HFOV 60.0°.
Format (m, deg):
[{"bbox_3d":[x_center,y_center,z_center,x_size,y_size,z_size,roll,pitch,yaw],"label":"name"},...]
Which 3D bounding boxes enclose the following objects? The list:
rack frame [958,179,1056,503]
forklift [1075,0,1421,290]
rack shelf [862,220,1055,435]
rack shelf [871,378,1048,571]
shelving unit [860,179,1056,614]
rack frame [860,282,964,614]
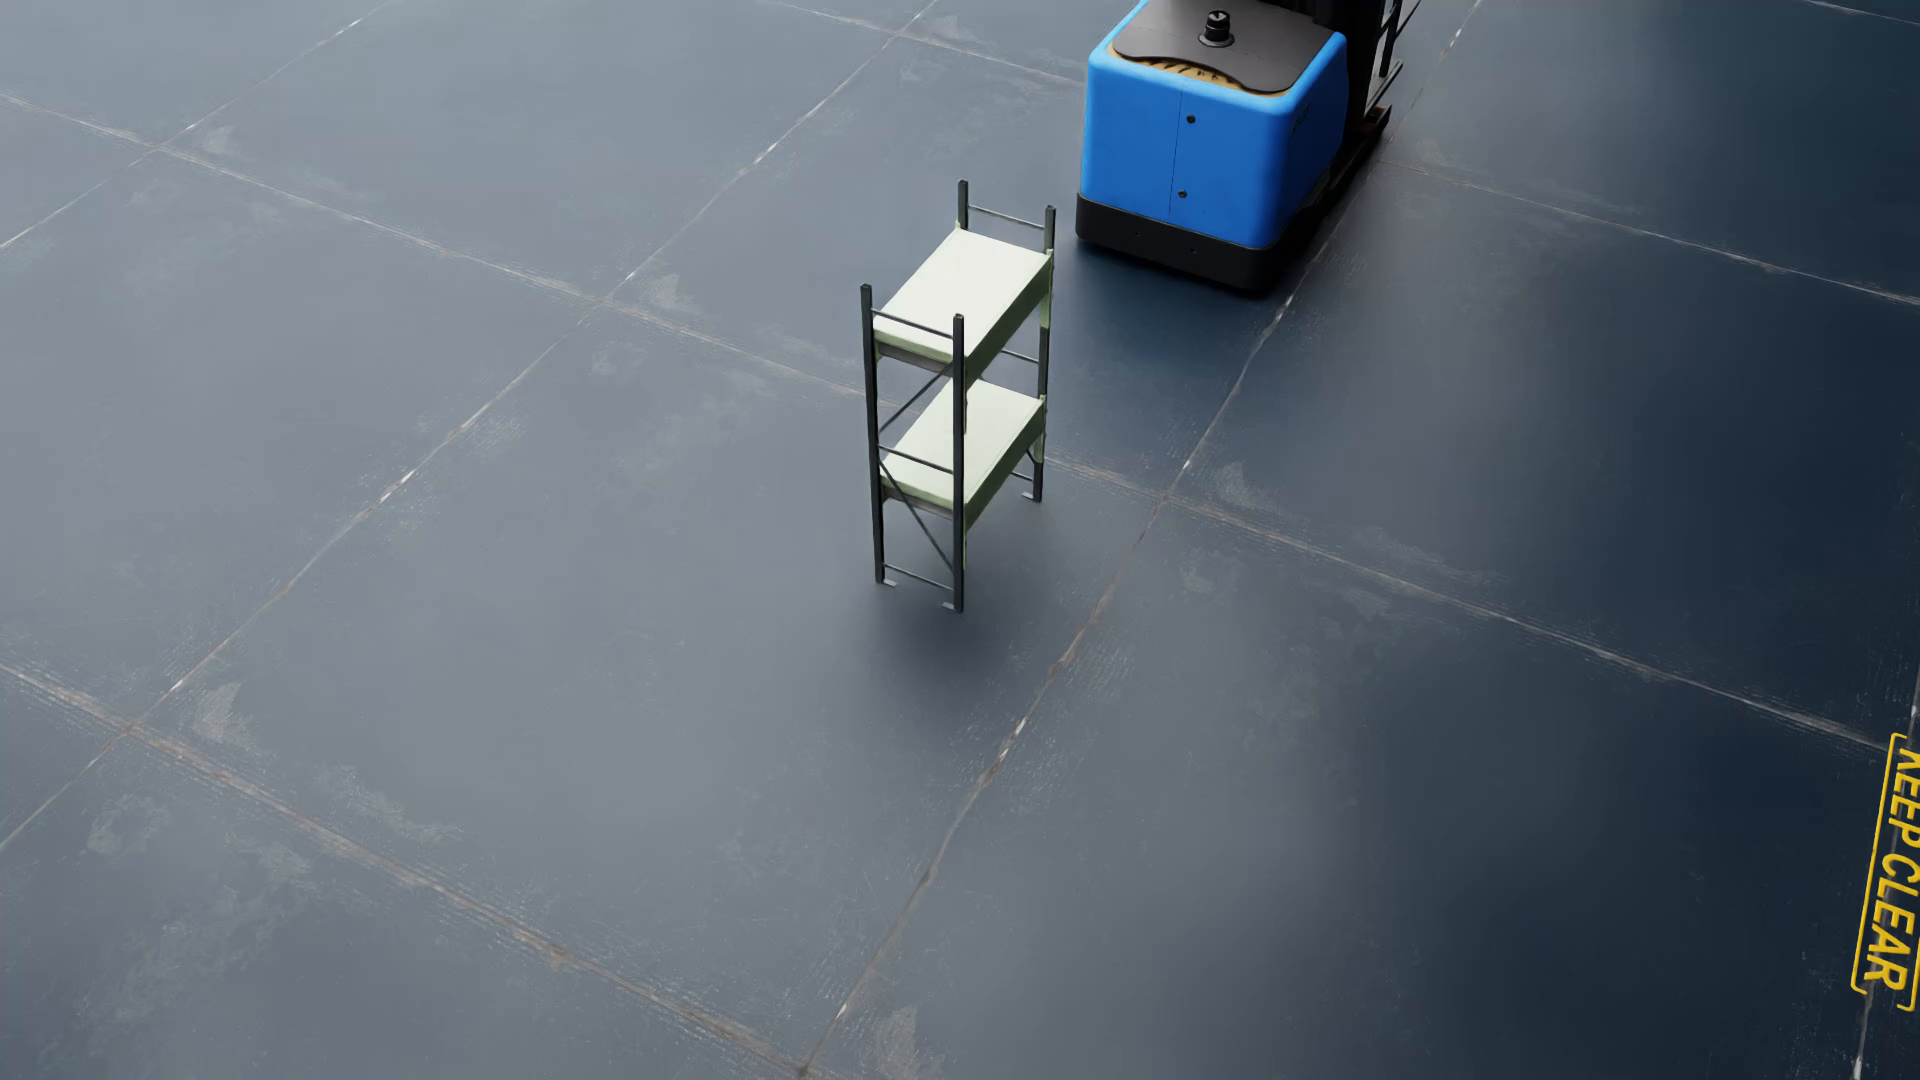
[{"bbox_3d":[0.173,-0.762,6.729,0.400,1.500,0.023,20,49,19],"label":"rack frame"},{"bbox_3d":[1.734,-3.299,8.229,1.130,2.935,3.031,21,49,20],"label":"forklift"},{"bbox_3d":[0.003,-0.806,6.223,0.431,0.370,0.720,20,49,19],"label":"rack shelf"},{"bbox_3d":[0.003,-0.302,6.733,0.431,0.370,0.720,20,49,19],"label":"rack shelf"},{"bbox_3d":[0.003,-0.531,6.501,0.431,1.500,0.755,20,49,19],"label":"shelving unit"},{"bbox_3d":[-0.167,-0.301,6.273,0.400,1.500,0.023,20,49,19],"label":"rack frame"}]
